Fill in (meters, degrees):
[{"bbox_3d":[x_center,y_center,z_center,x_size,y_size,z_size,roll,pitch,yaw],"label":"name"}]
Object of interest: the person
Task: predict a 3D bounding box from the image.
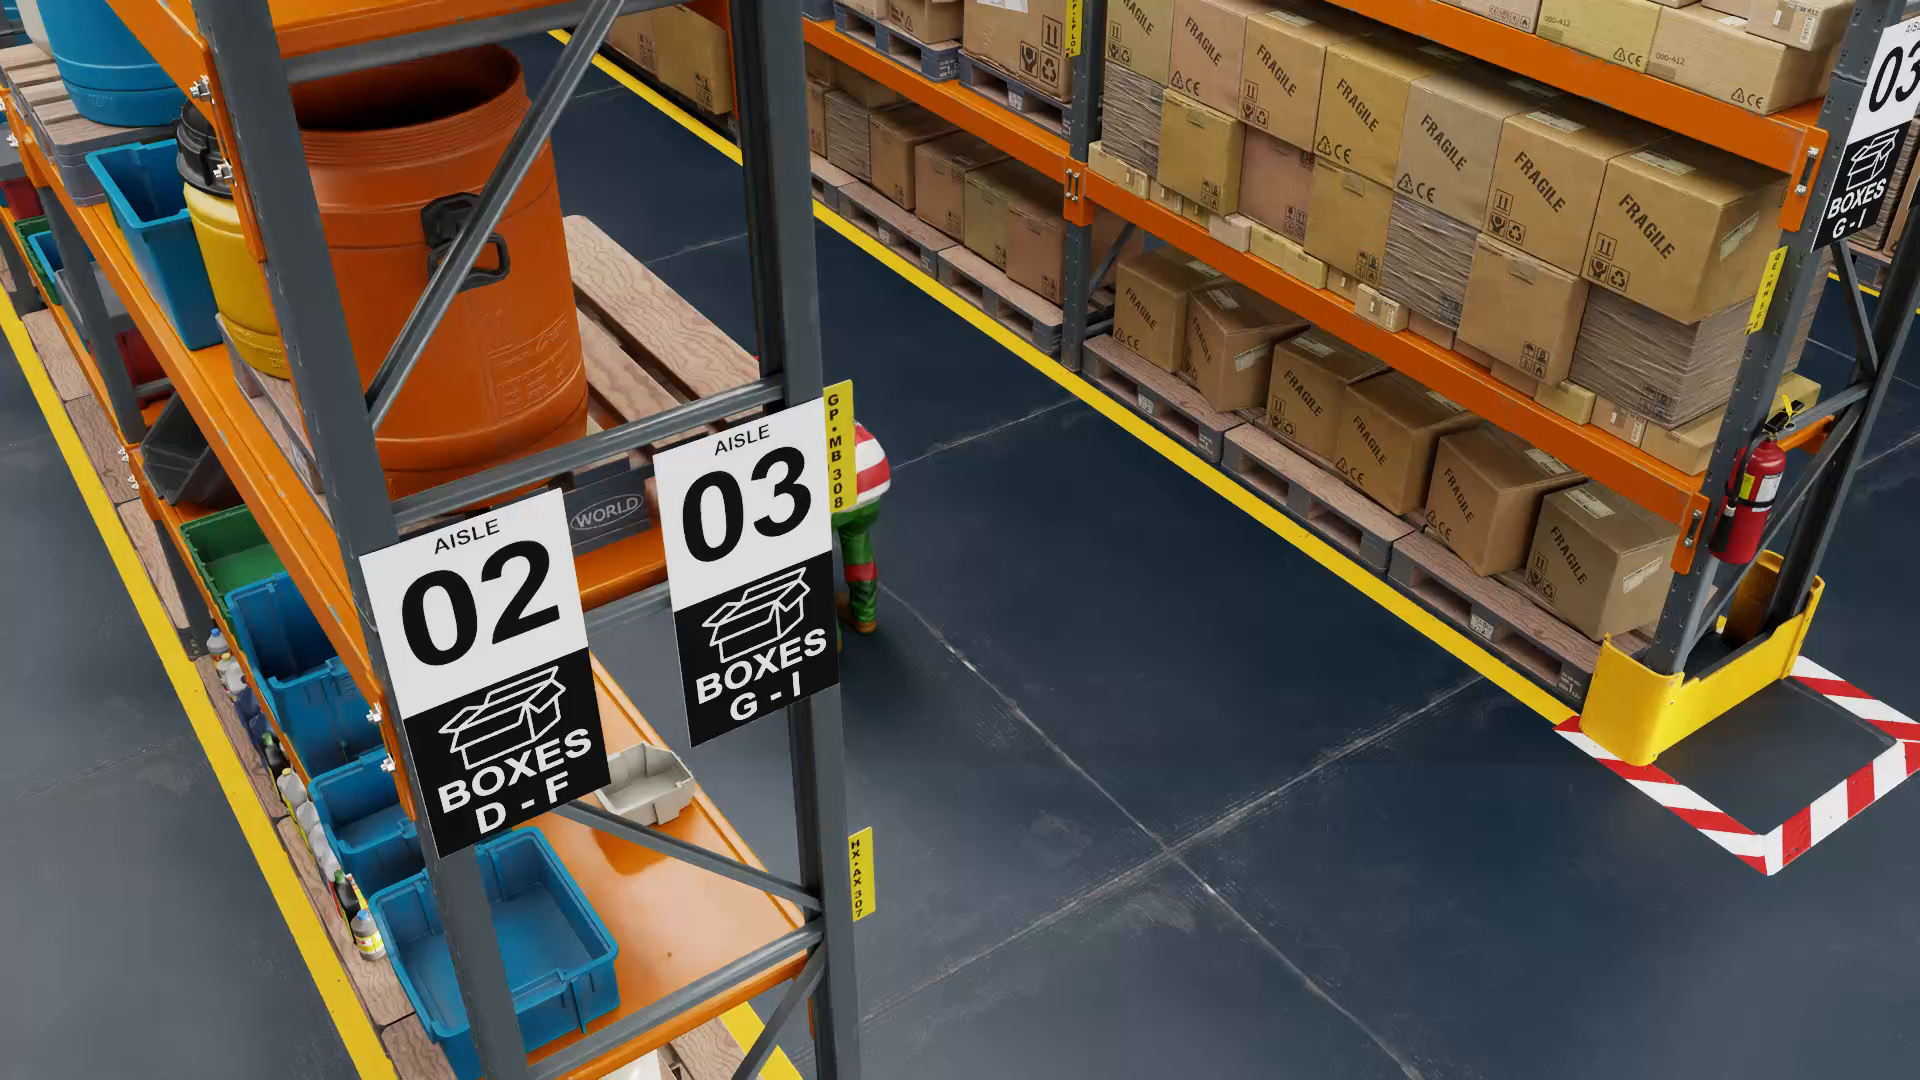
[{"bbox_3d":[-0.697,-0.164,7.690,0.489,1.218,0.949,-24,42,-29],"label":"person"}]
